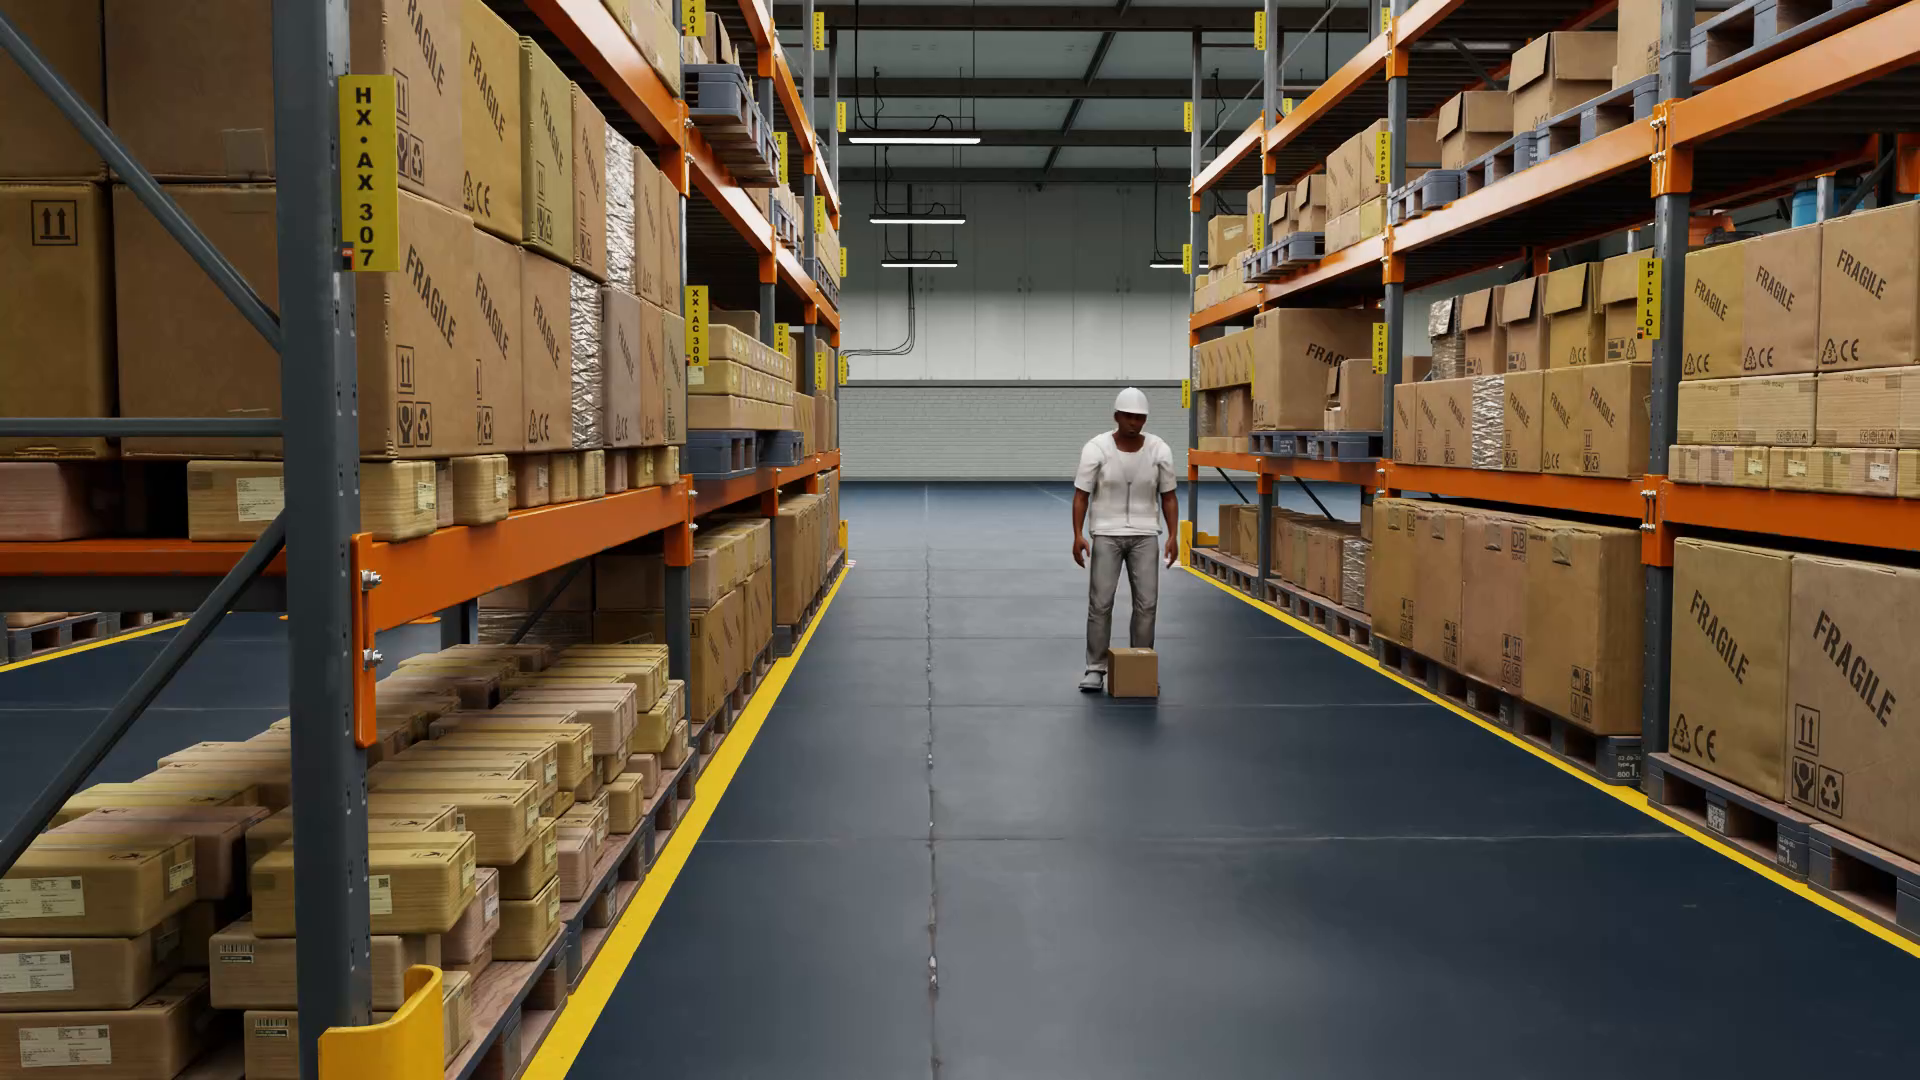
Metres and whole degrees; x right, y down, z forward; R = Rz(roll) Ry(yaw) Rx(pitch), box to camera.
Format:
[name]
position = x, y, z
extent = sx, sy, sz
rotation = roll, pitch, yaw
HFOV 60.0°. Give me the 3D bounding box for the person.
[person]
position = 0.968, -0.008, 9.714
extent = 0.627, 1.761, 0.460
rotation = 0, 4, -2
